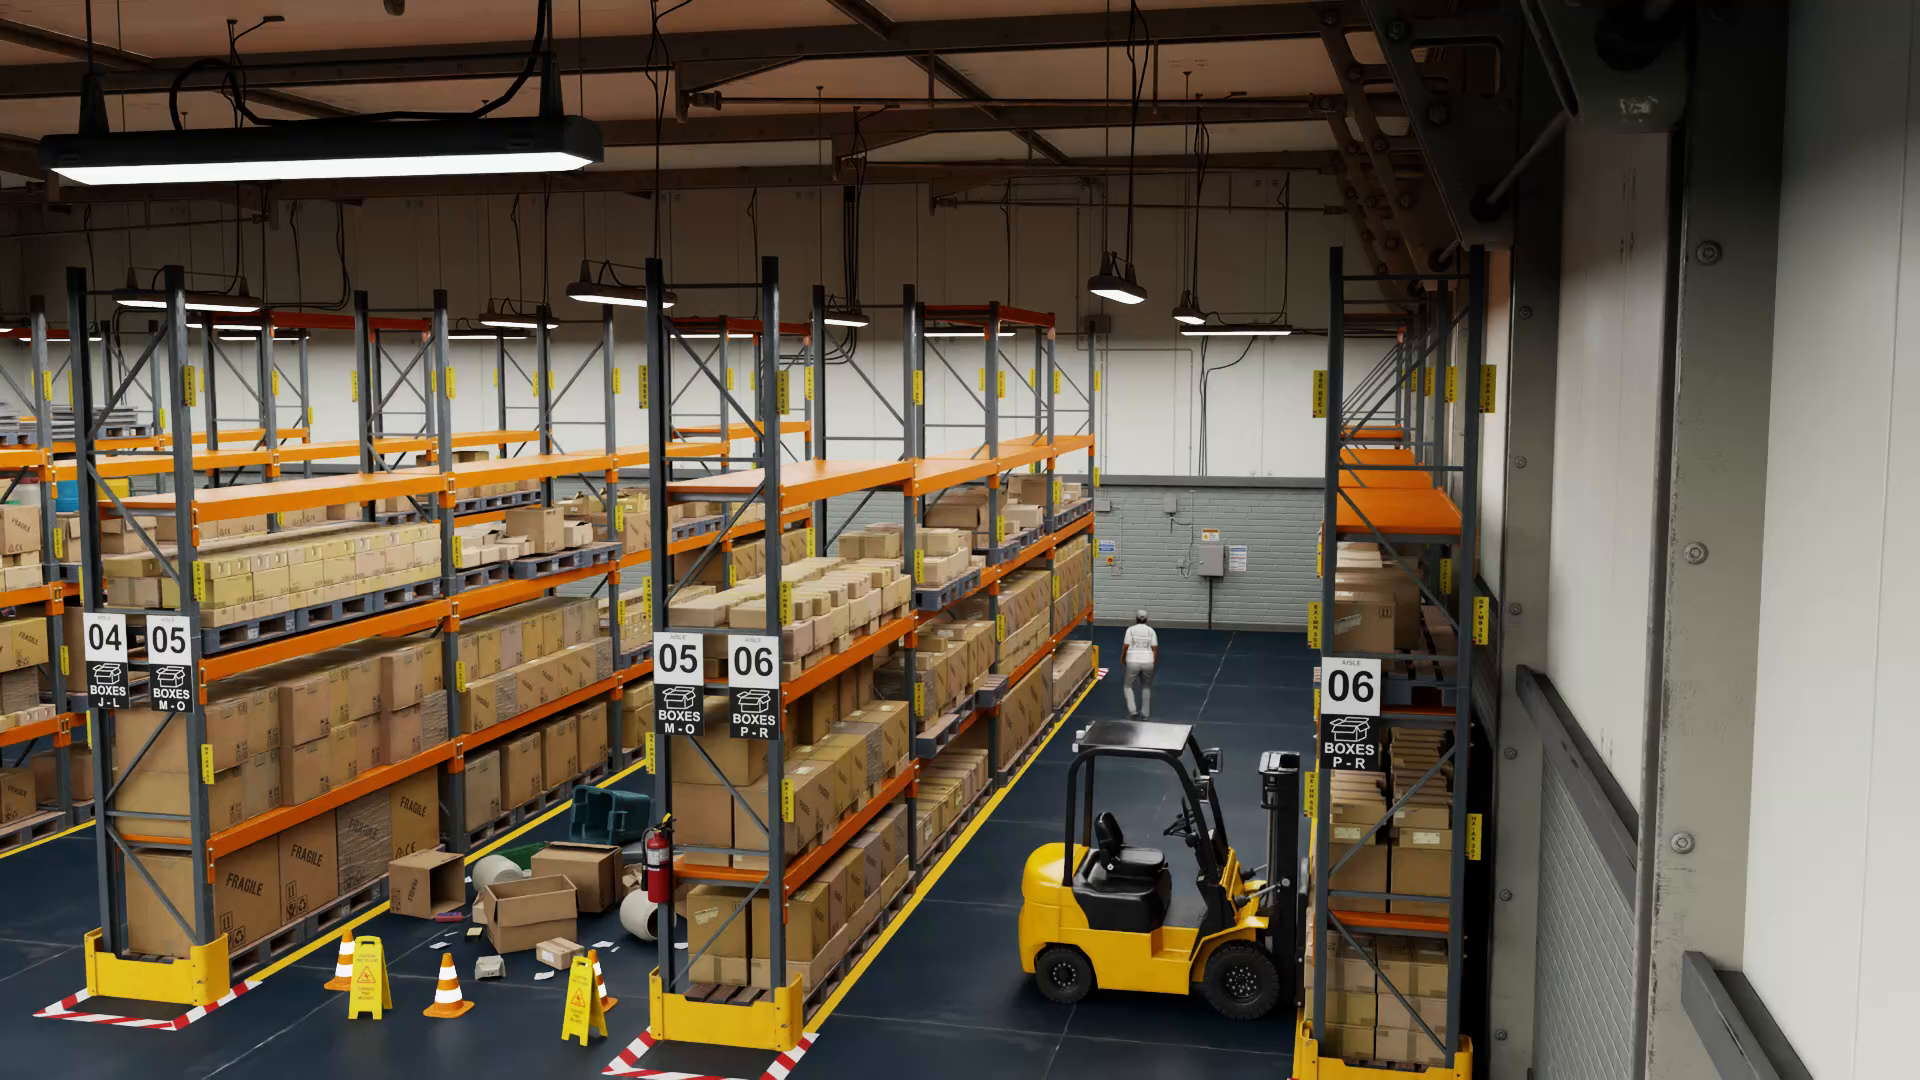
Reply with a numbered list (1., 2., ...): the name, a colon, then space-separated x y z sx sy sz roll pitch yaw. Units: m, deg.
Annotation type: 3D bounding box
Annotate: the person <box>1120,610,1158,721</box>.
1. person: 2.671 1.875 24.637 0.541 1.647 0.642 0 6 -4
